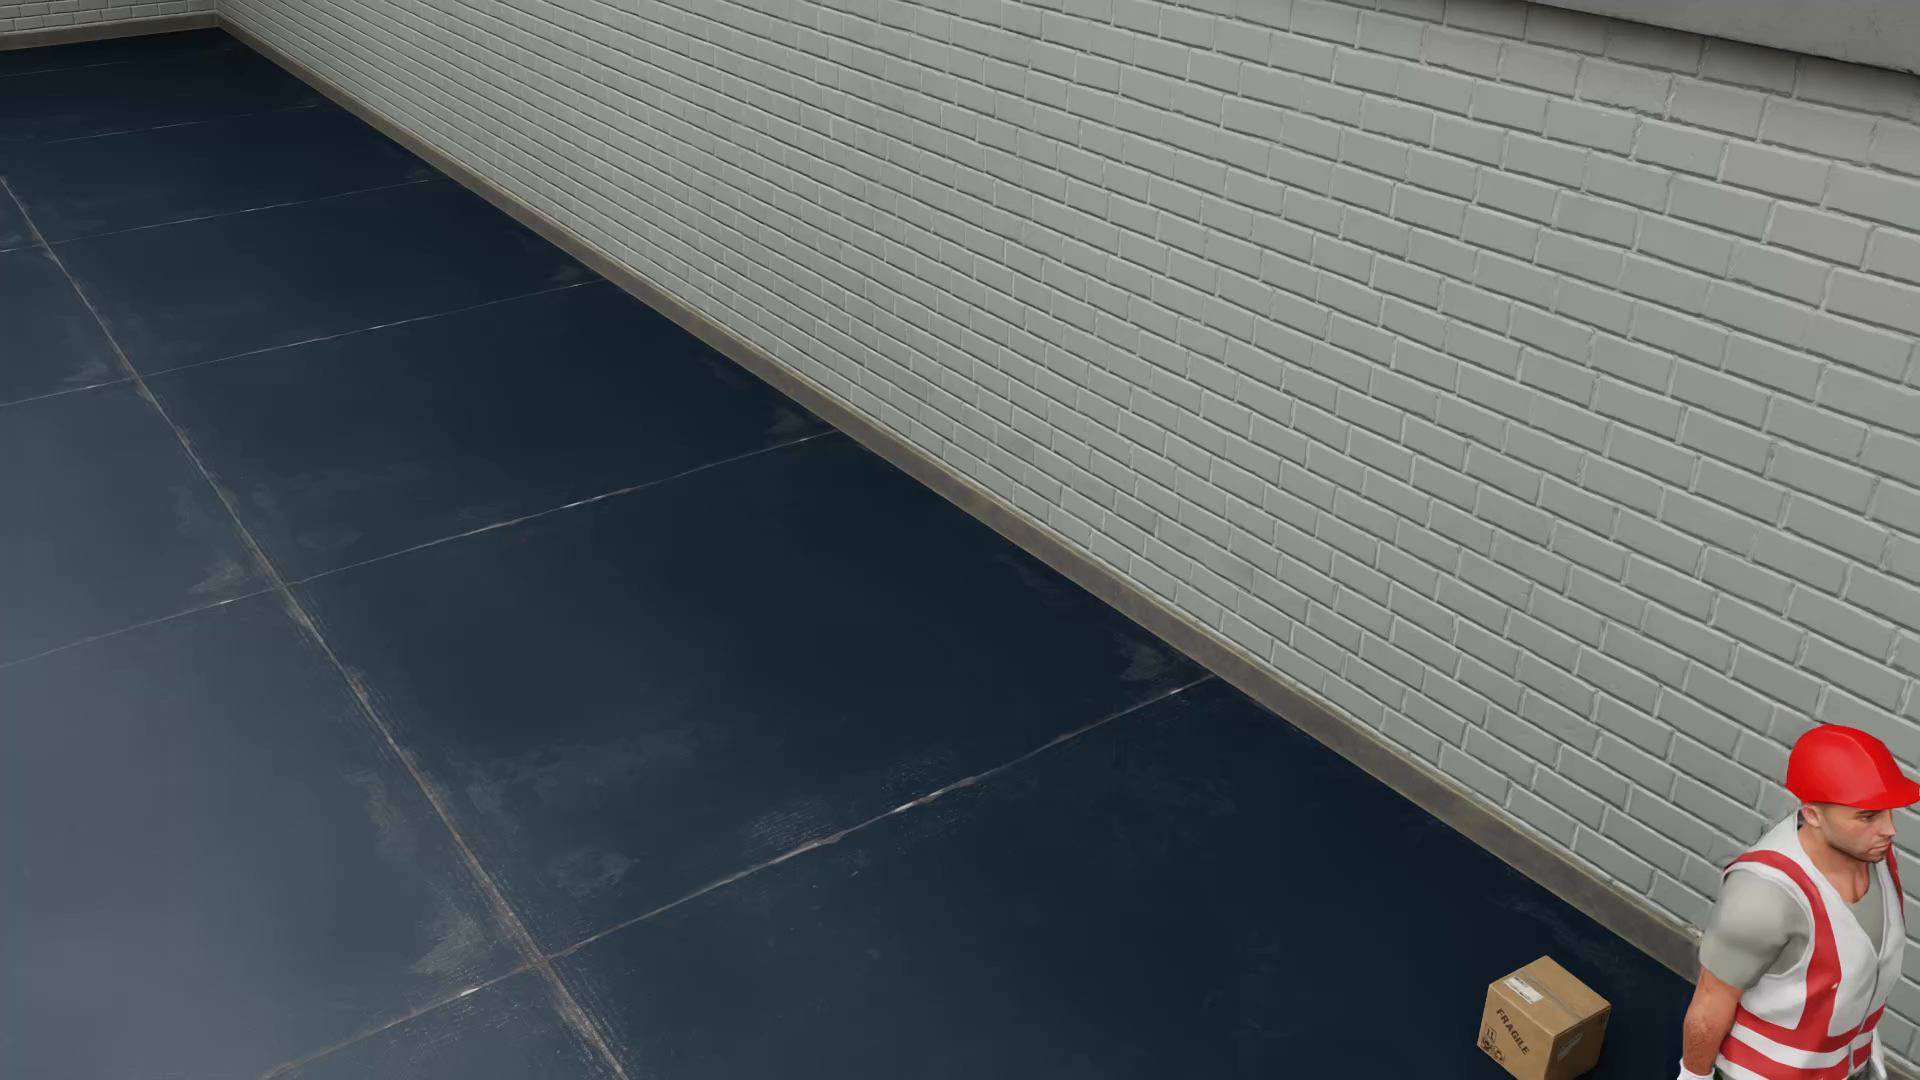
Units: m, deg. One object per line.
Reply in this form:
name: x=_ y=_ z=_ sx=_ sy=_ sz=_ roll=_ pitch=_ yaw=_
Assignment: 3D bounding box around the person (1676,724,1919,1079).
person: x=1.888 y=1.171 z=3.898 sx=0.540 sy=1.768 sz=0.800 roll=-20 pitch=34 yaw=-32
